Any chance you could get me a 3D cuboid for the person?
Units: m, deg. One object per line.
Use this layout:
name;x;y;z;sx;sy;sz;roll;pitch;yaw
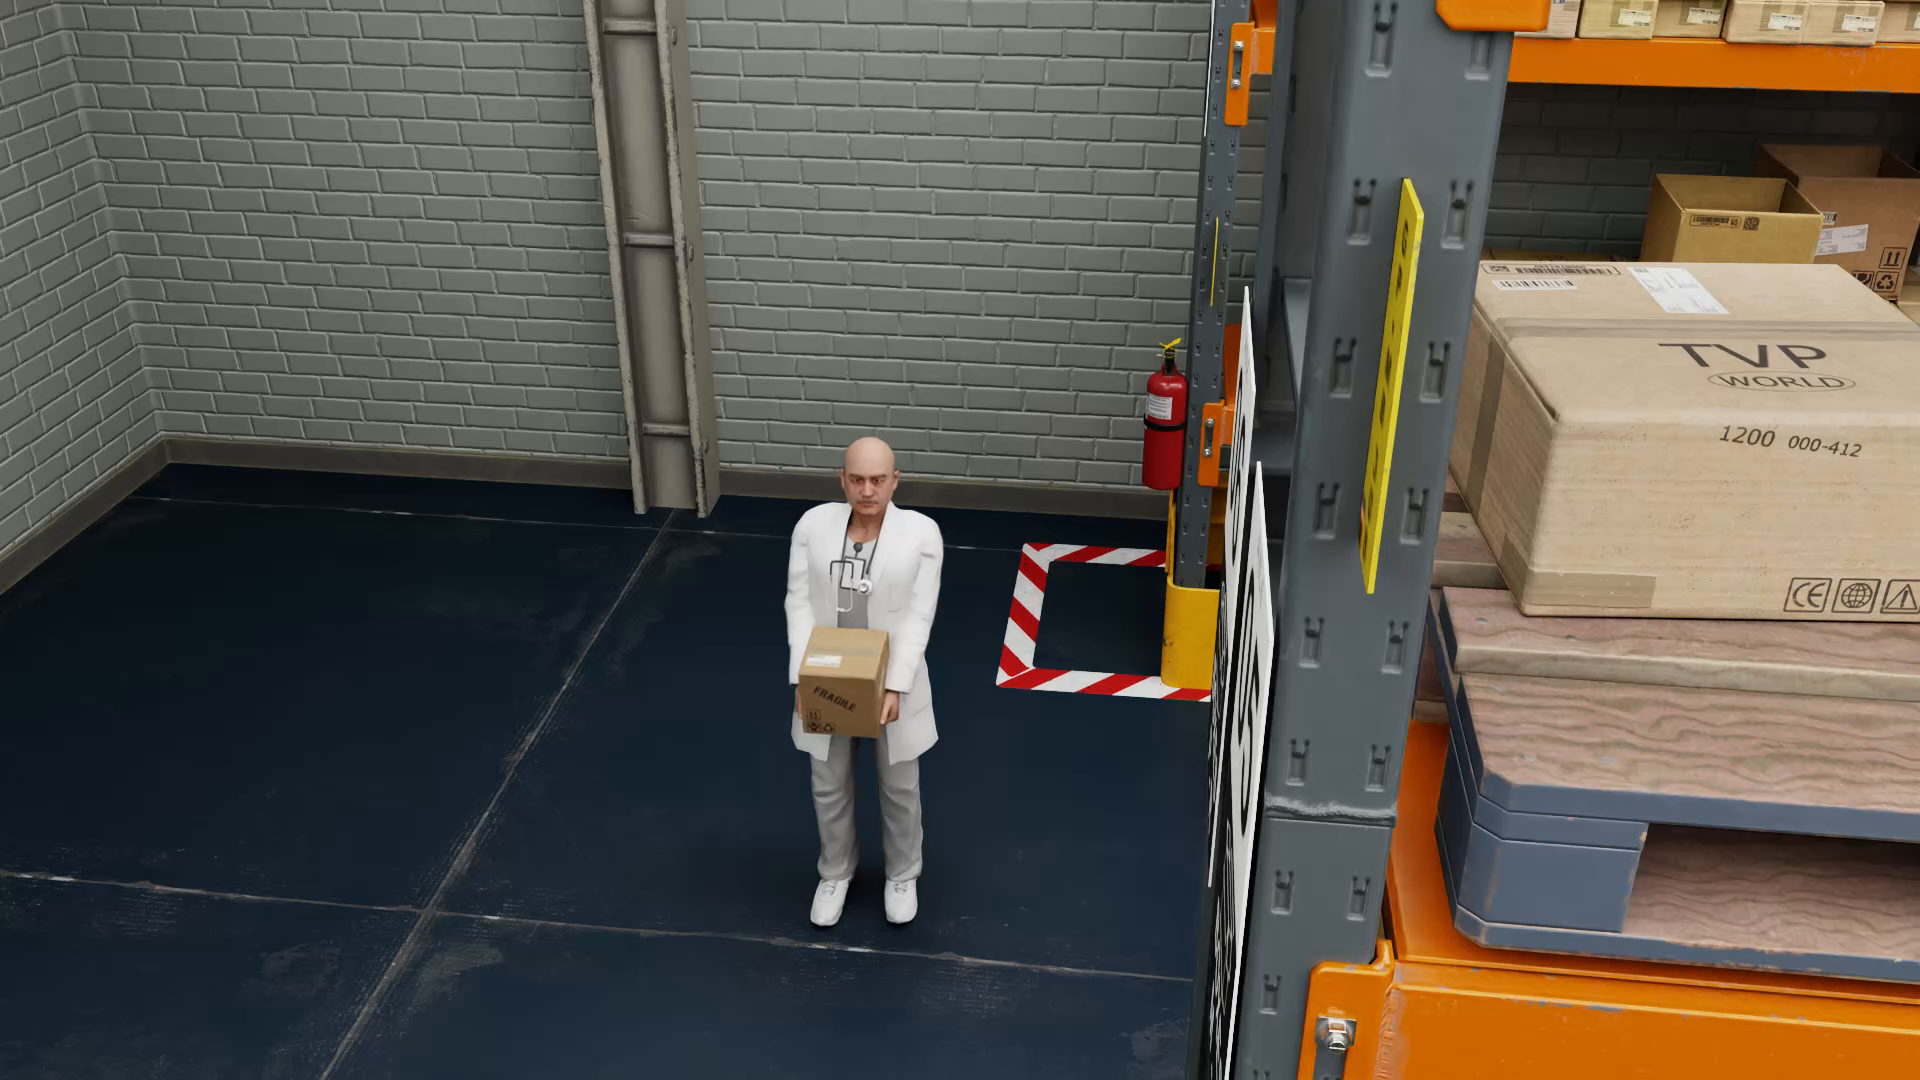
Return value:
person;-0.340;0.539;5.632;0.514;1.769;0.563;4;28;7
